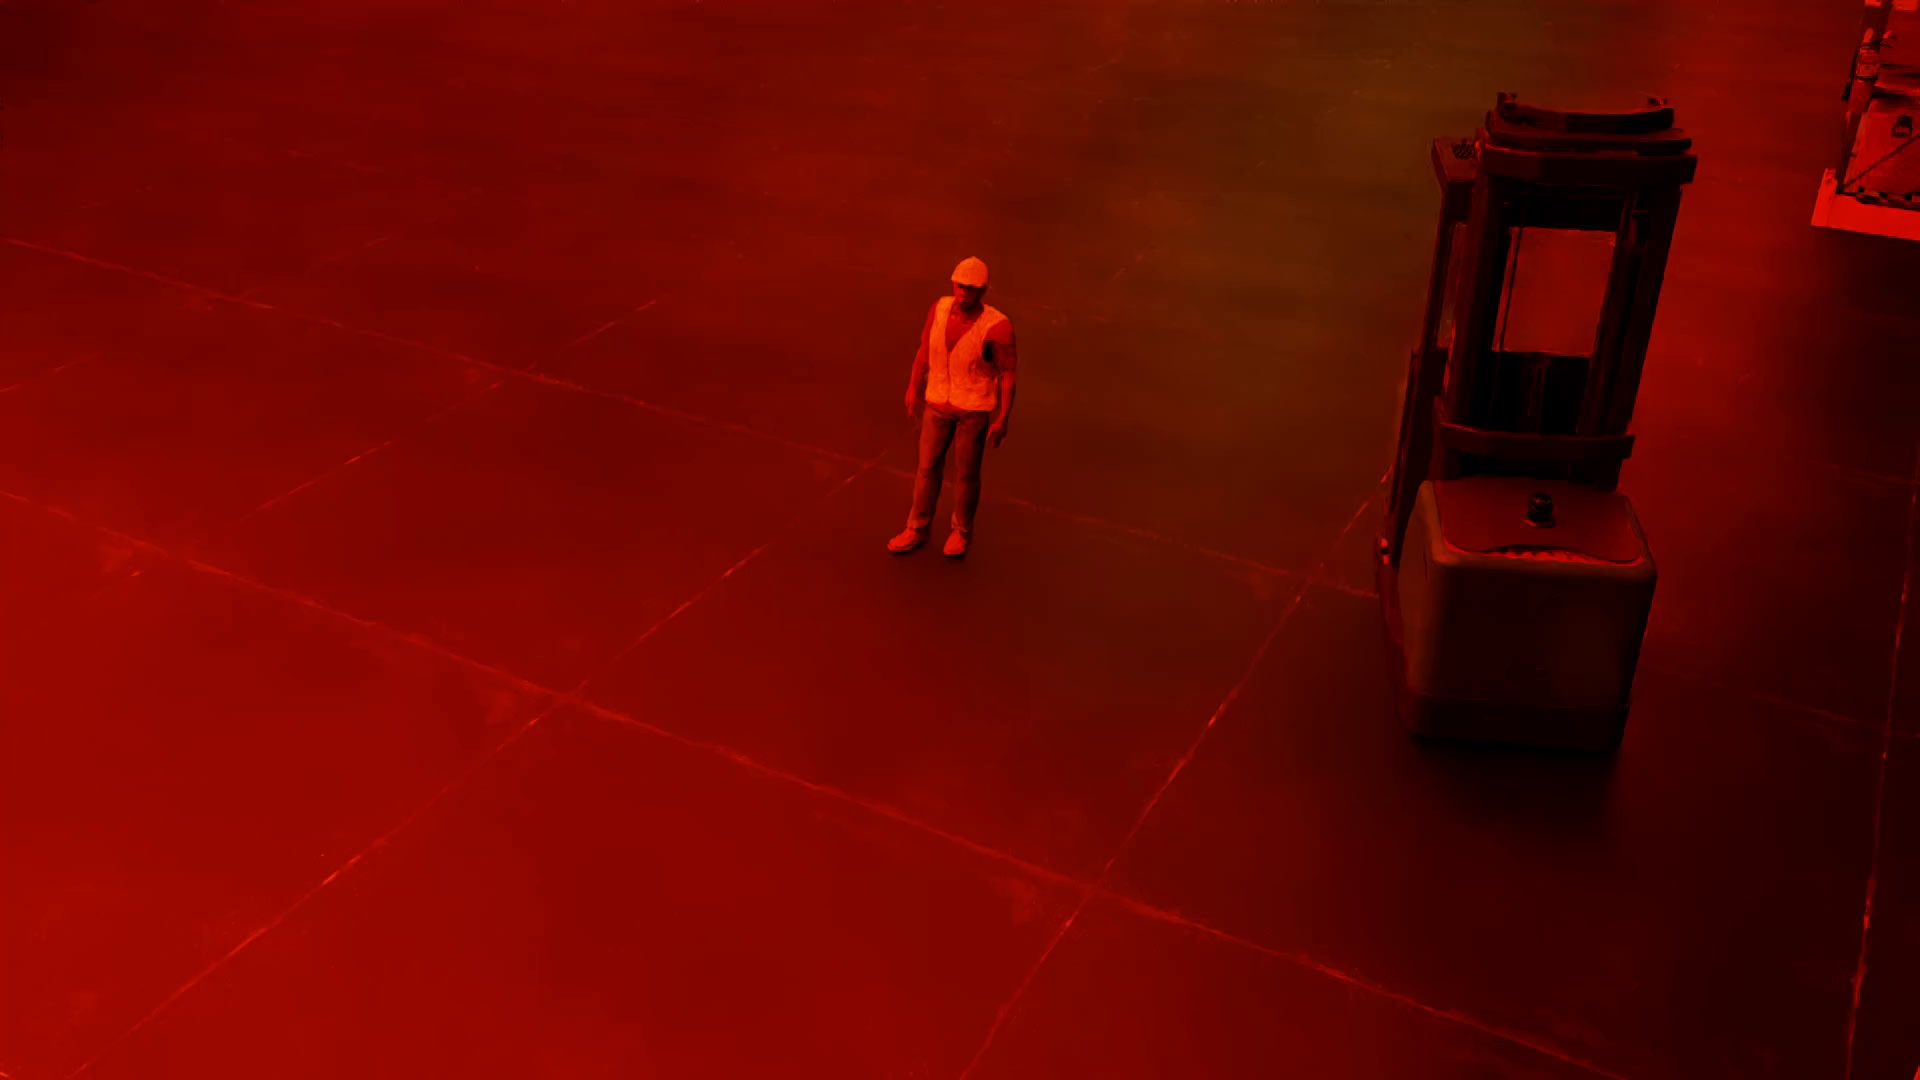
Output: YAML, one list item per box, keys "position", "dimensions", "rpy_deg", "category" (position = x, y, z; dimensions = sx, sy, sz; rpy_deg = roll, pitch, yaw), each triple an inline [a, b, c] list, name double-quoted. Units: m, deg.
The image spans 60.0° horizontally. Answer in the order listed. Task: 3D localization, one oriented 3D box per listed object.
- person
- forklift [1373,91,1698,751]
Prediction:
- position: [-0.039, -0.742, 9.507]
  dimensions: [0.665, 1.766, 0.576]
  rpy_deg: [15, 33, 25]
  category: "person"
- position: [2.939, -0.960, 8.734]
  dimensions: [1.130, 2.935, 3.031]
  rpy_deg: [4, 30, 8]
  category: "forklift"
